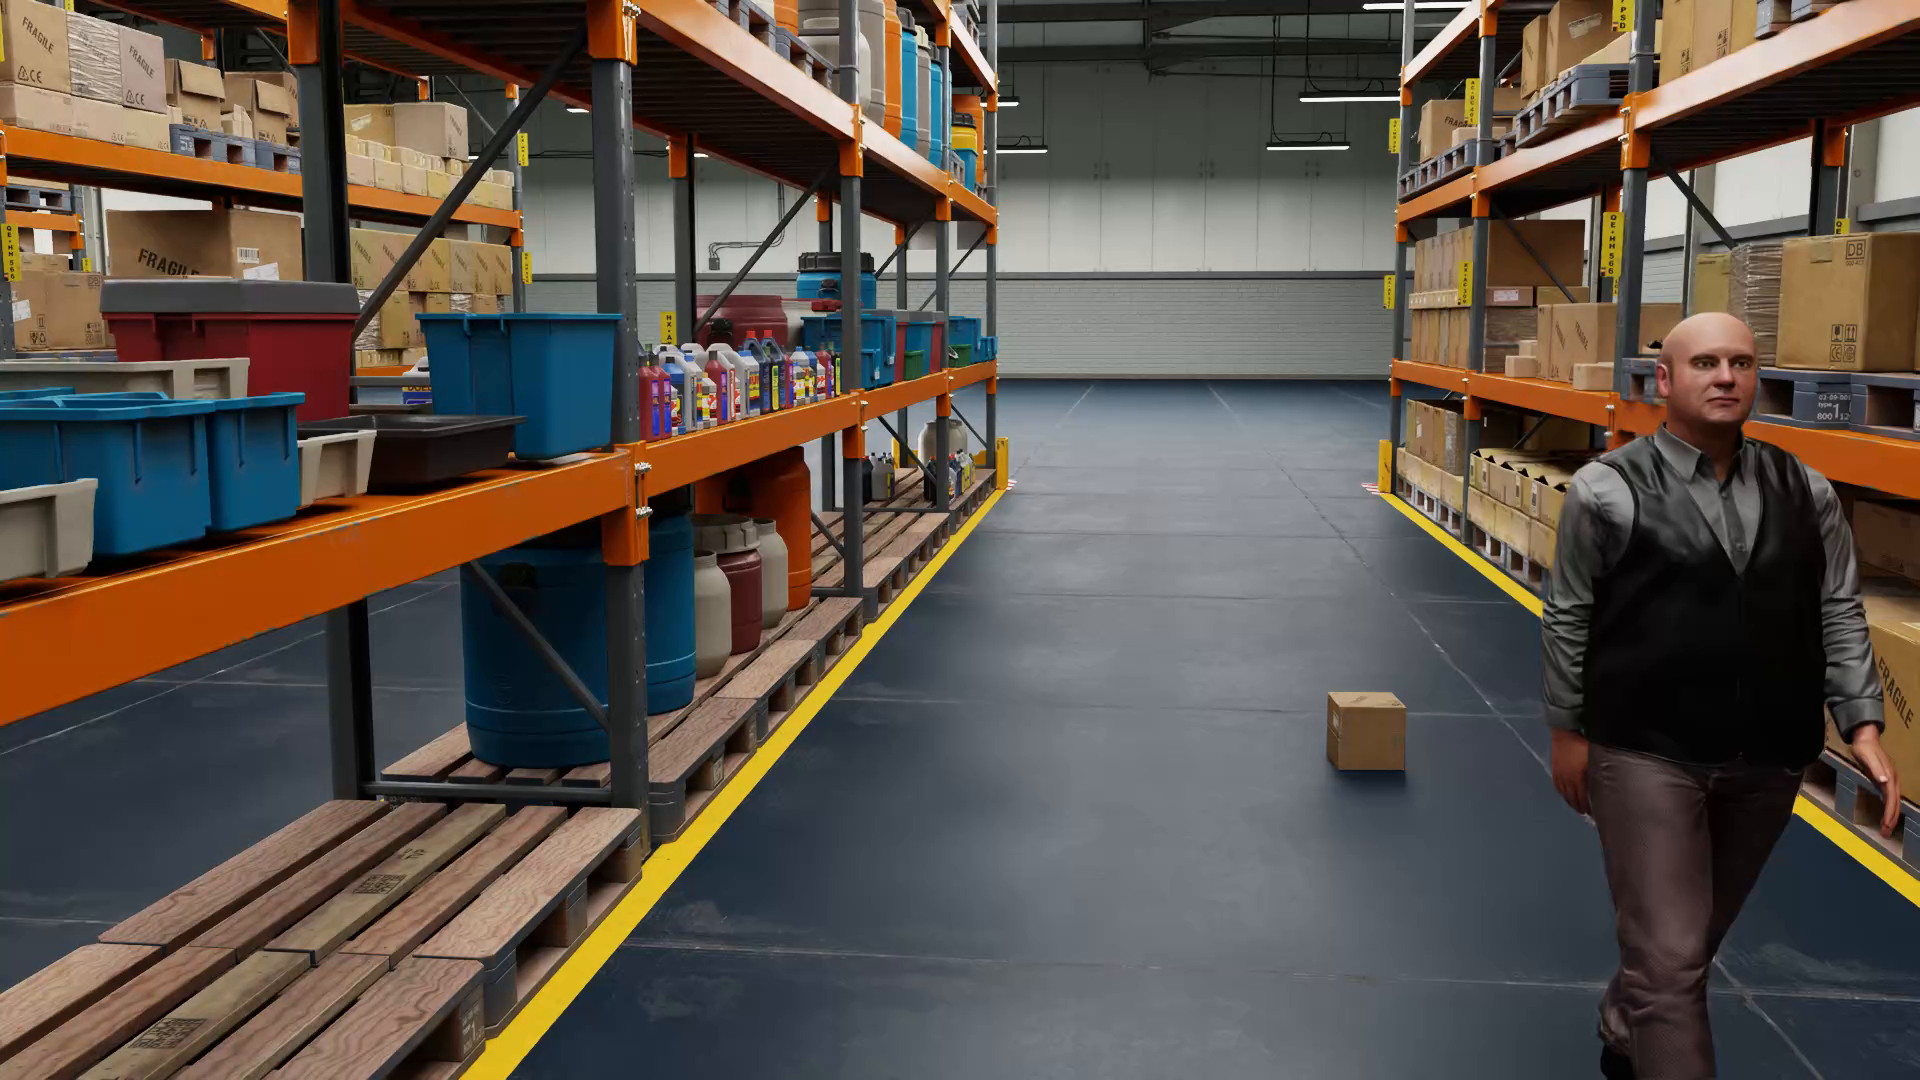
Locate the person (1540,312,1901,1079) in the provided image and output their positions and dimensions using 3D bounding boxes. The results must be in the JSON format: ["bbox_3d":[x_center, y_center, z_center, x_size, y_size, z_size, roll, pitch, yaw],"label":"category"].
[{"bbox_3d":[1.432,0.414,3.122,0.558,1.670,0.979,0,8,-1],"label":"person"}]
